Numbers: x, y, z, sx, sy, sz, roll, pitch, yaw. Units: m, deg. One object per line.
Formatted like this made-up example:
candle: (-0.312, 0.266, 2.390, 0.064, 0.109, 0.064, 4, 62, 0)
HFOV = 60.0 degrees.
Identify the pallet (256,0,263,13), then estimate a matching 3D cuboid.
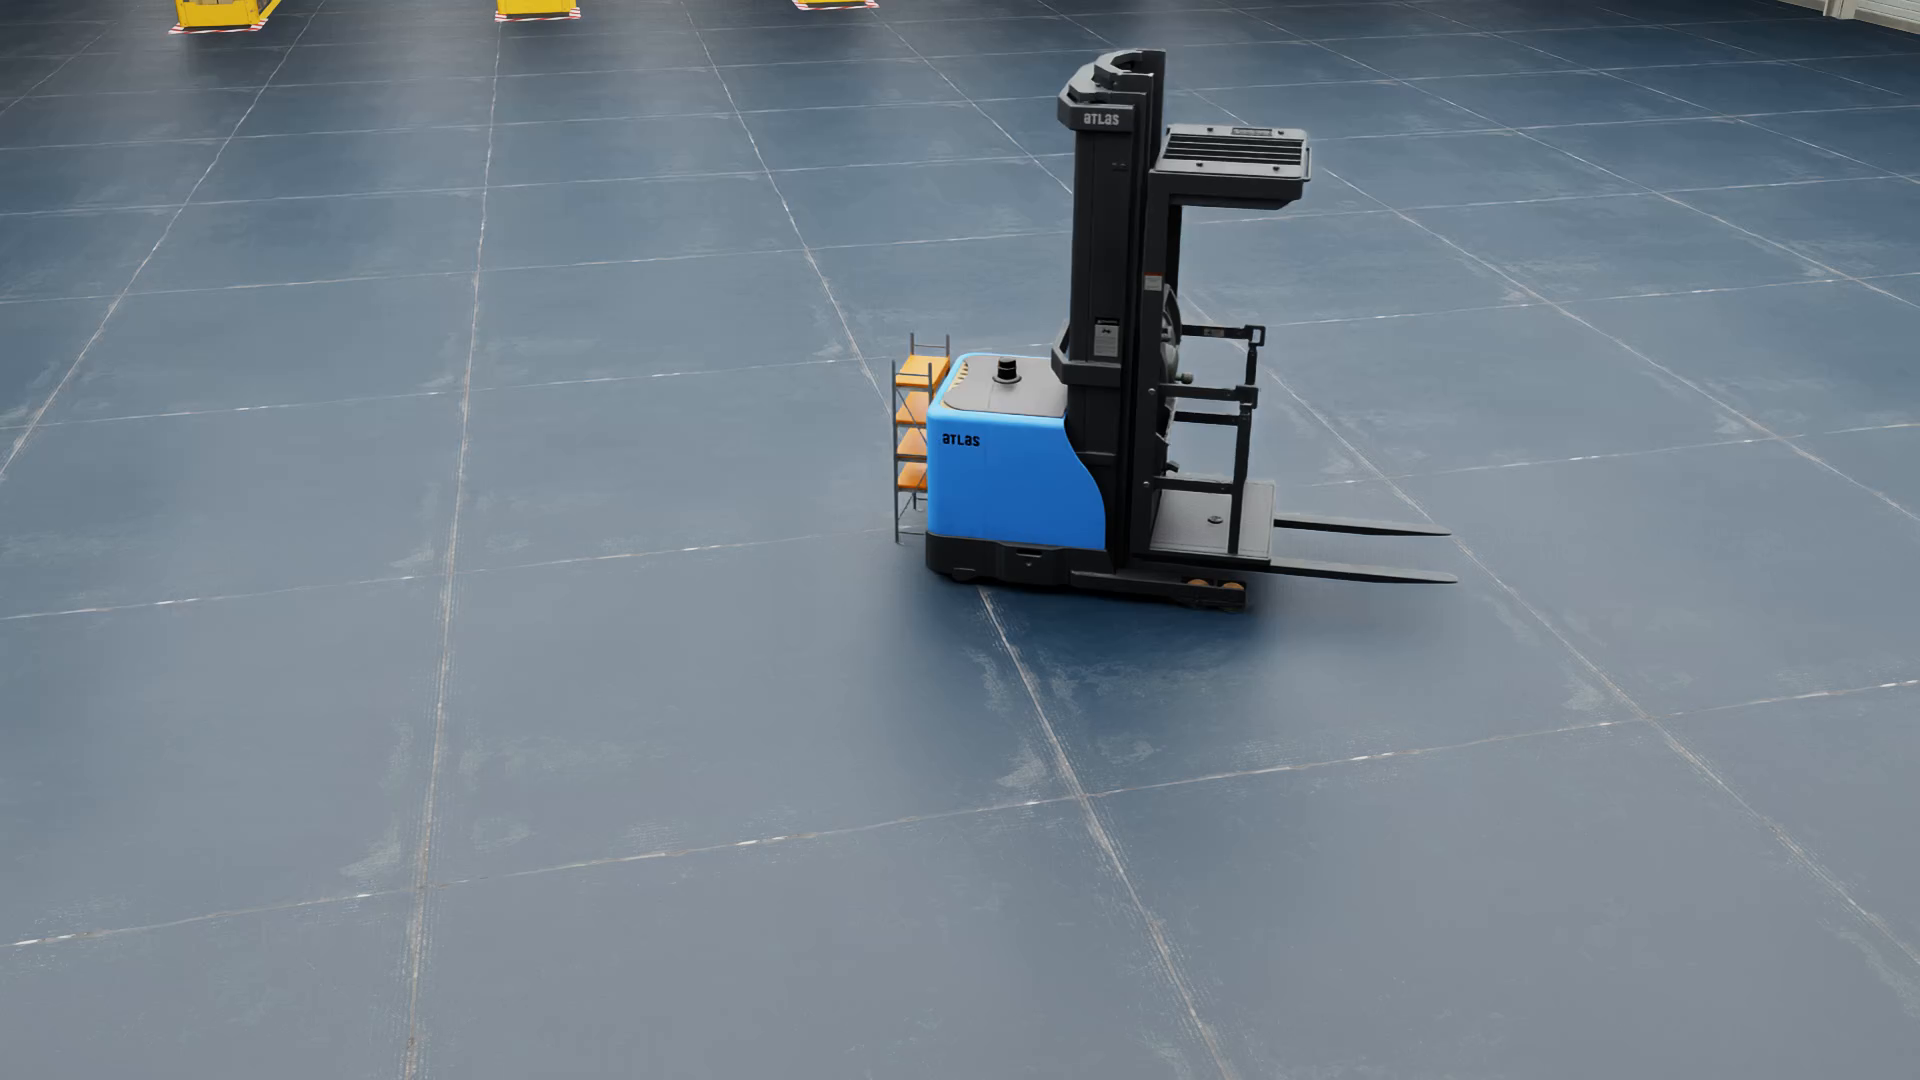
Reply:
pallet: (-12.058, -8.699, 27.250, 1.003, 0.211, 1.213, -6, 27, -12)

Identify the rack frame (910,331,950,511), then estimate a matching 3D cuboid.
rack frame: (-0.182, -0.716, 10.338, 0.240, 1.200, 0.015, 5, 27, 10)

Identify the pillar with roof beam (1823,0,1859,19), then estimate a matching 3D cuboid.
pillar with roof beam: (10.177, -12.133, 24.301, 9.100, 9.000, 0.400, -6, 27, -12)

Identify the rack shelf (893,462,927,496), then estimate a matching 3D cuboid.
rack shelf: (-0.230, -0.371, 10.244, 0.258, 0.148, 0.480, 5, 27, 10)

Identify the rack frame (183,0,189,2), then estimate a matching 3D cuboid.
rack frame: (-11.845, -9.612, 25.965, 1.000, 3.000, 0.127, -6, 27, -12)

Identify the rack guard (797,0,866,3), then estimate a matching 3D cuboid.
rack guard: (-2.210, -9.534, 28.584, 1.175, 0.500, 0.348, -6, 27, -12)

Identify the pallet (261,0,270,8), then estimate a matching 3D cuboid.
pallet: (-12.329, -9.233, 28.309, 1.003, 0.211, 1.213, -6, 27, -12)

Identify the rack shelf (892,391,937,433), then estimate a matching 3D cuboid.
rack shelf: (-0.230, -0.748, 10.054, 0.258, 0.148, 0.480, 5, 27, 10)

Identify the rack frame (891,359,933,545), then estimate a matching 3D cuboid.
rack frame: (-0.279, -0.501, 9.911, 0.240, 1.200, 0.015, 5, 27, 10)

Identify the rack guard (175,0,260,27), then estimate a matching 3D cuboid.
rack guard: (-11.839, -8.486, 26.508, 1.175, 0.500, 0.348, -6, 27, -12)

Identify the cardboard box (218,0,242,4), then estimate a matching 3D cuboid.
cardboard box: (-11.749, -8.830, 27.001, 0.500, 0.250, 0.500, -6, 27, -12)

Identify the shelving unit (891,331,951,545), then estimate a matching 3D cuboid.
shelving unit: (-0.230, -0.609, 10.124, 0.258, 1.200, 0.503, 5, 27, 10)

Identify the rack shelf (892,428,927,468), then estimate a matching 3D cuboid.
rack shelf: (-0.230, -0.549, 10.154, 0.258, 0.148, 0.480, 5, 27, 10)

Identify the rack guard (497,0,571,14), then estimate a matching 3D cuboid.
rack guard: (-7.081, -9.026, 27.578, 1.175, 0.500, 0.348, -6, 27, -12)

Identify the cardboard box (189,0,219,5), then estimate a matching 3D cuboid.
cardboard box: (-12.254, -8.778, 26.897, 0.500, 0.250, 0.500, -6, 27, -12)

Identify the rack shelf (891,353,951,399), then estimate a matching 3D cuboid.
rack shelf: (-0.231, -0.960, 9.947, 0.258, 0.148, 0.480, 5, 27, 10)

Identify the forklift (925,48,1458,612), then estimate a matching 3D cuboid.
forklift: (1.367, -1.159, 9.294, 3.031, 2.935, 1.130, 5, 27, 10)
